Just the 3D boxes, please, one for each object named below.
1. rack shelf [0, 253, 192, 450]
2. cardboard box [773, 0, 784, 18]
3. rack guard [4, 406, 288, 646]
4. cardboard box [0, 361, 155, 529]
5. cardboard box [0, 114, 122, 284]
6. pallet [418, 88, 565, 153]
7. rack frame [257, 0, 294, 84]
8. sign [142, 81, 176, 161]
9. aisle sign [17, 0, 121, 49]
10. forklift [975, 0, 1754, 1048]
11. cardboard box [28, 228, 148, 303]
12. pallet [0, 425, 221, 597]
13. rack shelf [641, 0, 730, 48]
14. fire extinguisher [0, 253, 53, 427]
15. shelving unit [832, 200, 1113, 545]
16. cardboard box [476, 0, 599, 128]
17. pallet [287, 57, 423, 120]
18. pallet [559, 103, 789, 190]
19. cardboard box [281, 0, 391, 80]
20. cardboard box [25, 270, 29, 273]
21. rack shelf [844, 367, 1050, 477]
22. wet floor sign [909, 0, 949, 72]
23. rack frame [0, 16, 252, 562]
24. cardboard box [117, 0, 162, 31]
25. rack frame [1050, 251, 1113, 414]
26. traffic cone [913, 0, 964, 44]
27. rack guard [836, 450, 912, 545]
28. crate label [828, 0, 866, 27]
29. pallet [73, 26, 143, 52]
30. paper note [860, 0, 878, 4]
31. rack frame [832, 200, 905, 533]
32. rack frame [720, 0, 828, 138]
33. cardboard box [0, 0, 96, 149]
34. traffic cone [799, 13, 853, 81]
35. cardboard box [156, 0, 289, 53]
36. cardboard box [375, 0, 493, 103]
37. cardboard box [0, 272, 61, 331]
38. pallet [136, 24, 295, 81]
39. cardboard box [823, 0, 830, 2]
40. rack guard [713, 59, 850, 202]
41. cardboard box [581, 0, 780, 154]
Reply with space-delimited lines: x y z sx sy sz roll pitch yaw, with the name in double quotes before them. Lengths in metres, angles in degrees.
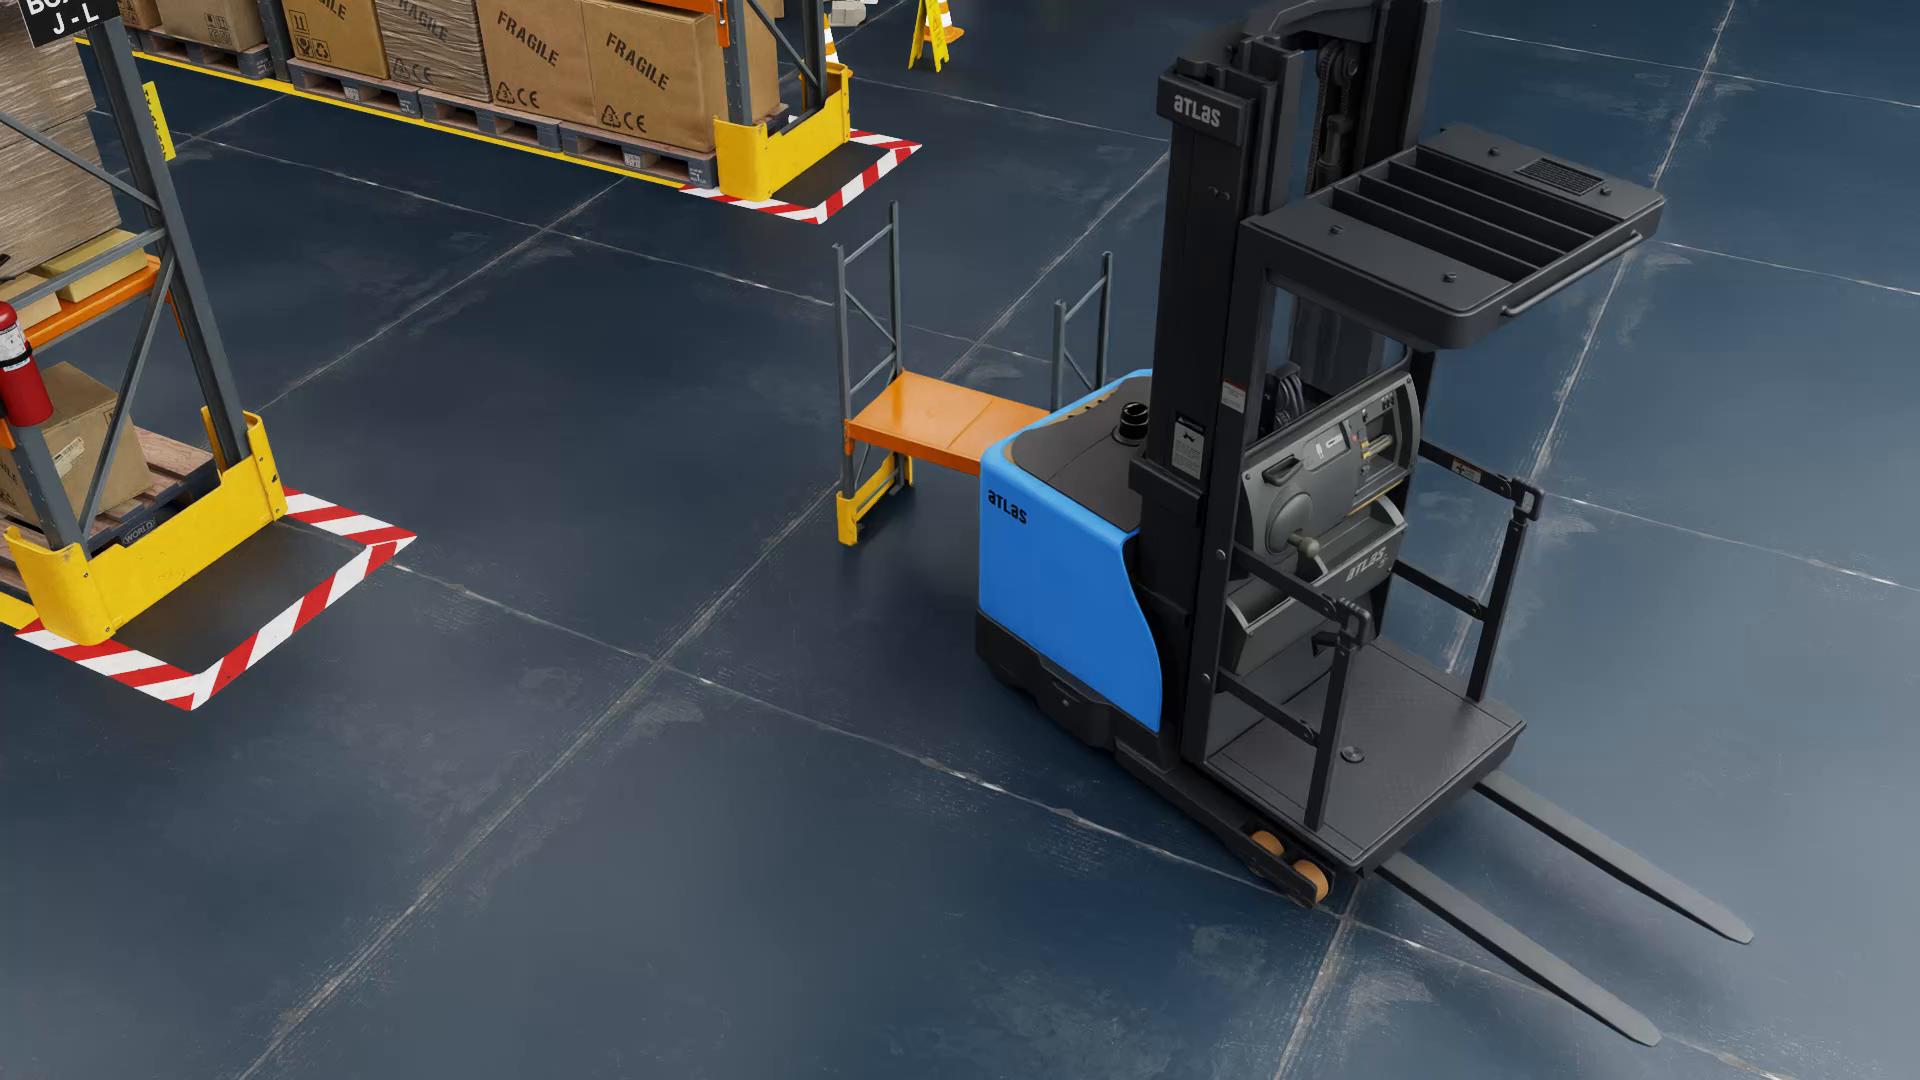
"rack shelf" -5.316 -1.335 7.622 4.000 0.370 1.077 17 41 21
"cardboard box" -1.707 -4.520 13.289 0.637 0.503 0.797 -8 38 -10
"rack guard" -3.608 -0.090 7.456 0.348 0.500 1.175 17 41 21
"cardboard box" -4.087 -0.419 7.541 0.500 0.500 0.500 25 44 29
"cardboard box" -4.016 -1.391 6.773 0.500 0.500 0.875 17 41 21
"pallet" -2.995 -3.109 11.672 1.213 0.211 1.003 17 41 21
"rack frame" -4.721 -4.812 11.608 0.127 3.000 1.000 17 41 21
"sign" -3.291 -1.701 6.794 0.005 0.325 0.100 17 41 21
"aisle sign" -3.347 -2.244 6.076 0.004 0.787 0.394 17 41 21
"forklift" 1.424 -0.196 5.584 1.130 2.935 3.031 -29 46 -32
"cardboard box" -3.684 -1.172 7.021 0.250 0.149 0.380 17 41 21
"pallet" -4.313 -0.220 7.866 1.213 0.211 1.003 17 41 21
"rack shelf" -2.945 -3.969 11.093 4.000 0.370 1.077 17 41 21
"fire extinguisher" -3.650 -0.755 6.328 0.183 0.674 0.296 17 41 21
"shelving unit" 0.041 -0.599 7.299 1.083 1.500 0.587 18 41 22
"cardboard box" -2.584 -3.417 11.181 0.875 0.875 0.875 17 40 21
"pallet" -4.082 -3.448 12.118 1.213 0.211 1.003 17 41 21
"pallet" -1.915 -2.769 11.224 1.213 0.211 1.003 17 41 21
"cardboard box" -4.195 -3.921 11.844 0.875 0.875 0.875 18 41 22
"cardboard box" -3.897 -1.252 7.126 0.250 0.149 0.380 17 41 21
"rack shelf" 0.049 -0.453 7.404 1.000 0.185 0.538 18 41 22
"wet floor sign" -0.233 -3.817 12.245 0.232 0.644 0.267 11 38 14
"rack frame" -3.540 -1.065 6.672 0.127 3.000 1.000 17 41 21
"cardboard box" -6.169 -4.478 12.681 0.750 0.750 1.050 17 41 21
"rack frame" 0.498 -0.452 7.105 0.032 1.500 0.500 18 41 22
"traffic cone" -0.166 -4.112 12.784 0.334 0.463 0.336 17 41 21
"rack guard" -0.399 -0.242 7.862 0.087 0.250 0.587 18 41 22
"crate label" -0.893 -4.167 13.126 0.298 0.136 0.250 -2 37 -2
"pallet" -6.529 -4.214 13.127 1.213 0.211 1.003 17 41 21
"paper note" -0.737 -4.397 13.517 0.142 0.019 0.148 4 37 6
"rack frame" -0.400 -0.741 7.485 0.032 1.500 0.500 18 41 22
"rack frame" -1.169 -3.700 10.143 0.127 3.000 1.000 17 41 21
"cardboard box" -3.903 -1.921 6.644 0.500 0.500 0.500 17 41 21
"traffic cone" -0.988 -3.599 12.109 0.334 0.463 0.336 17 41 21
"cardboard box" -5.314 -4.208 12.325 0.750 0.750 1.050 17 40 21
"cardboard box" -3.393 -3.672 11.517 0.875 0.875 0.875 18 41 22
"cardboard box" -3.888 -0.933 6.706 0.250 0.149 0.380 17 41 21
"pallet" -5.441 -3.875 12.681 1.213 0.211 1.003 17 41 21
"cardboard box" -1.075 -4.530 13.594 0.380 0.149 0.250 -21 42 -25
"rack guard" -1.148 -2.698 10.890 0.348 0.500 1.175 17 41 21
"cardboard box" -1.802 -3.174 10.860 0.875 0.875 0.875 18 41 22
